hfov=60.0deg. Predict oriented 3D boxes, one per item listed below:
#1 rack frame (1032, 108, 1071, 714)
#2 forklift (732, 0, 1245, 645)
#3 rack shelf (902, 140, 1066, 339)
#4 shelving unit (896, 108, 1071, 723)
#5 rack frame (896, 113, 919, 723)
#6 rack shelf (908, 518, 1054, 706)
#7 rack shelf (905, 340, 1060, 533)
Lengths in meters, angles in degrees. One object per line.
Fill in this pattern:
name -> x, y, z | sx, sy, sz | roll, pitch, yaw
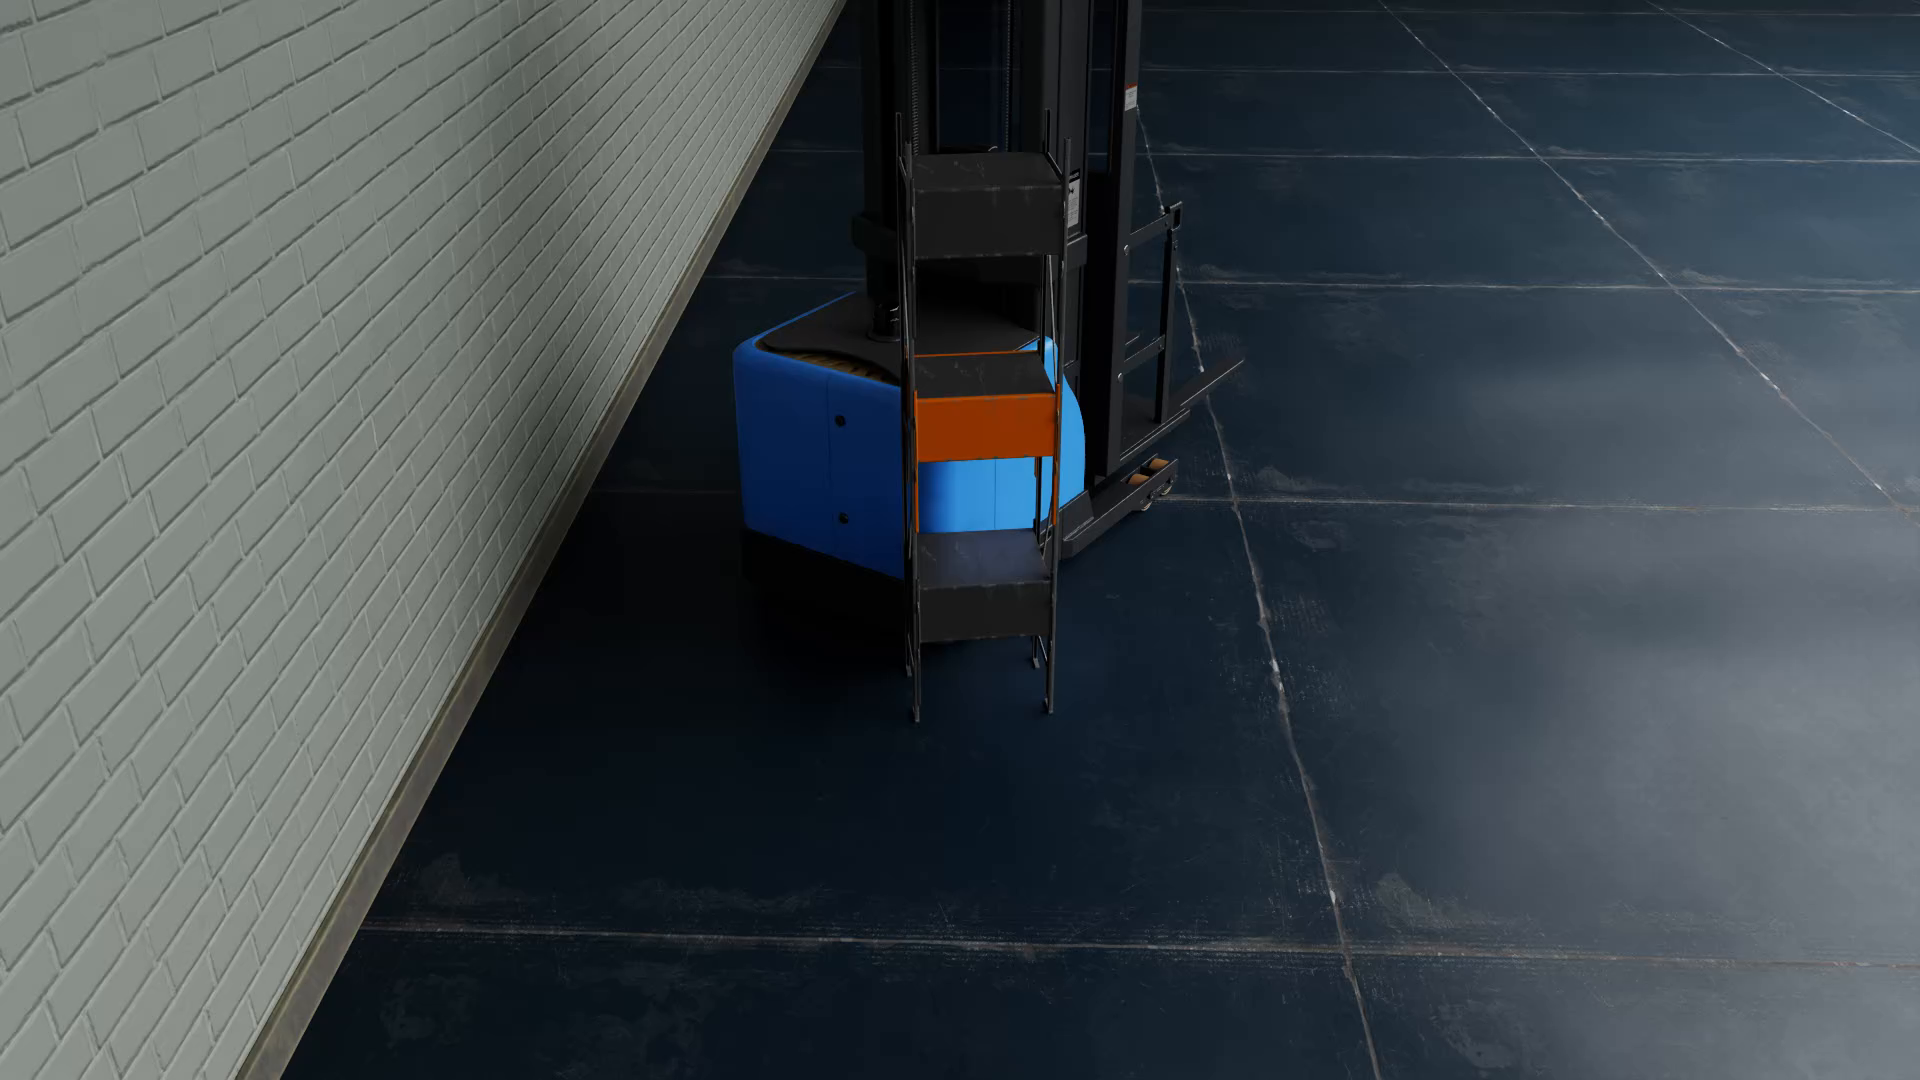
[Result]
rack frame -> 0.307, -0.386, 5.737 | 0.015, 2.100, 0.400 | -3, 28, -6
forklift -> 0.346, -1.537, 7.020 | 1.130, 2.935, 3.031 | 17, 33, 29
rack shelf -> 0.065, -0.979, 5.390 | 0.480, 0.518, 0.431 | -3, 28, -6
shelving unit -> 0.065, -0.373, 5.712 | 0.503, 2.100, 0.431 | -3, 28, -6
rack frame -> -0.178, -0.360, 5.687 | 0.015, 2.100, 0.400 | -3, 28, -6
rack shelf -> 0.065, 0.258, 6.046 | 0.480, 0.518, 0.431 | -3, 28, -6
rack shelf -> 0.065, -0.361, 5.718 | 0.480, 0.518, 0.431 | -3, 28, -6
